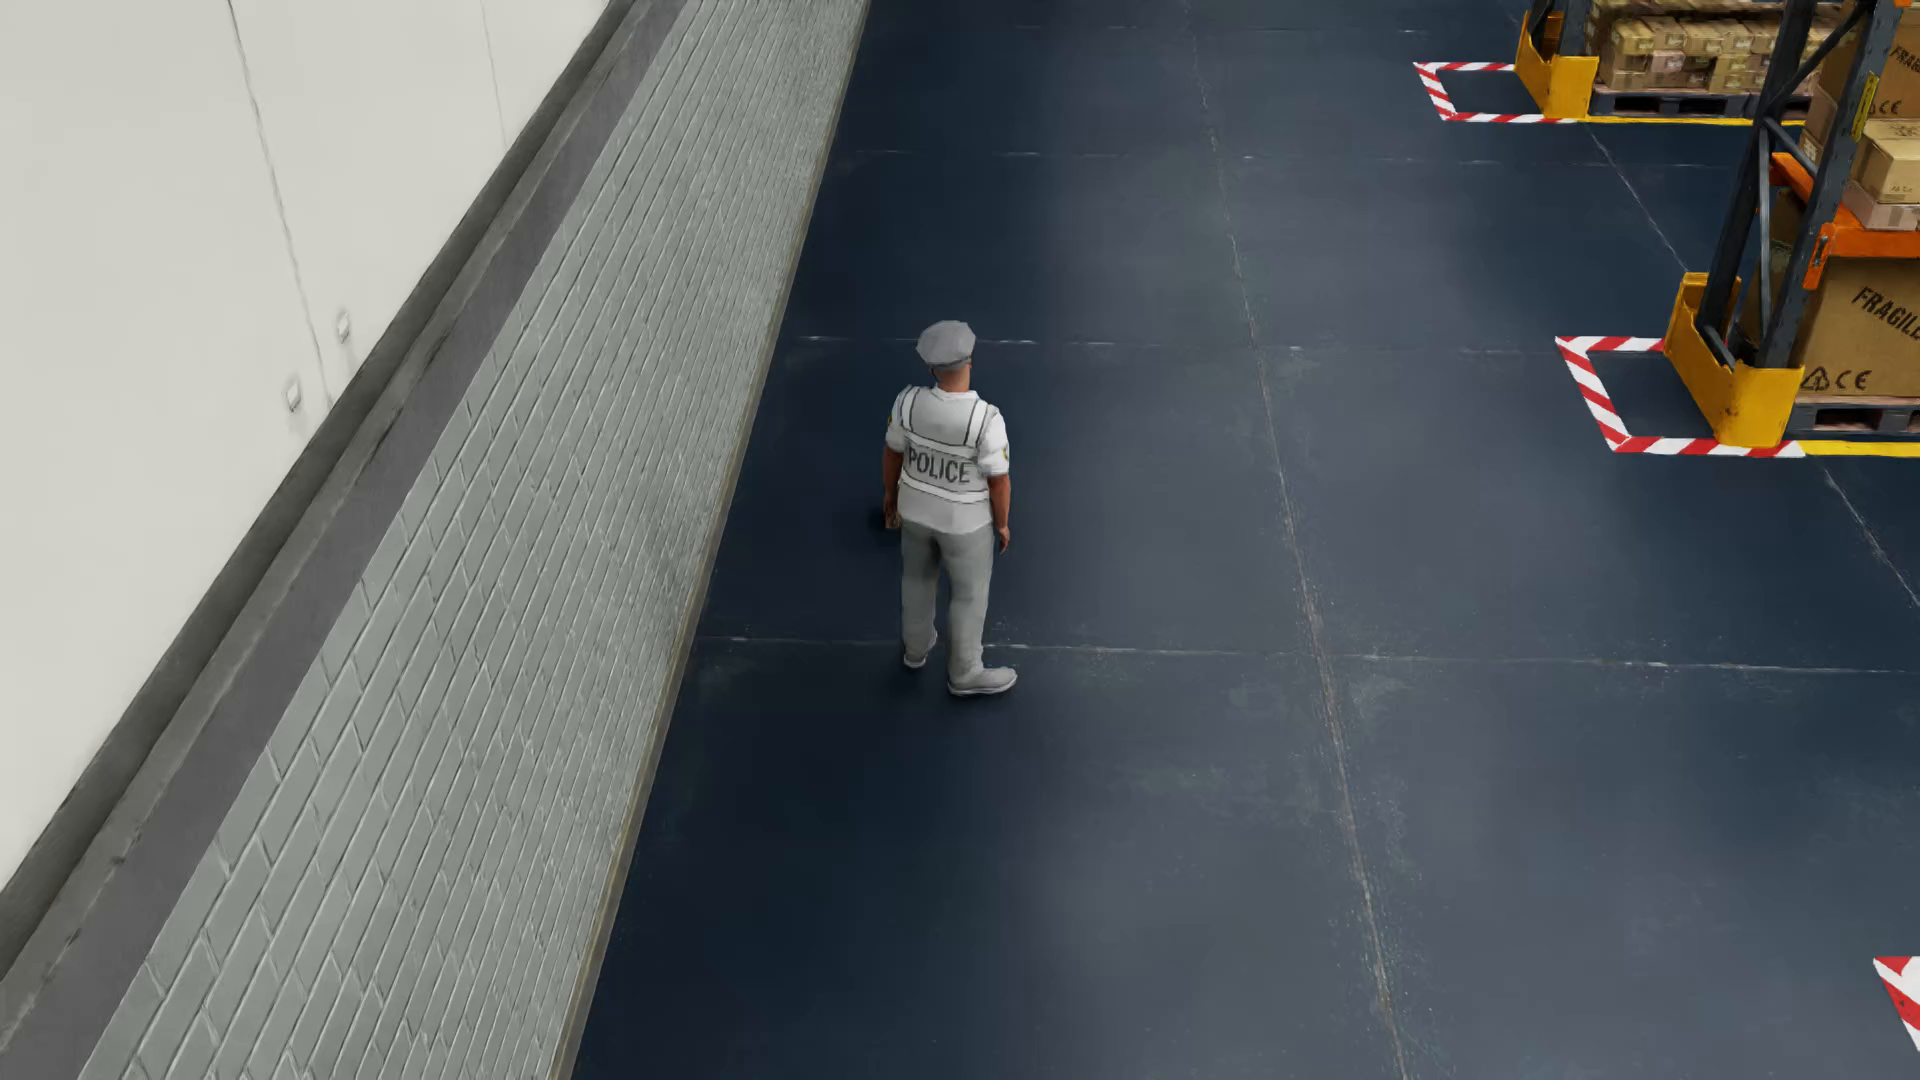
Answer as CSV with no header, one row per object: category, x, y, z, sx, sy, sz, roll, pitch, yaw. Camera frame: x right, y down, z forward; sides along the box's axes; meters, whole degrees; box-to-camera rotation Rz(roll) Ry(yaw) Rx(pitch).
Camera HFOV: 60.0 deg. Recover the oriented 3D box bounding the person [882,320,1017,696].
person,-0.050,-0.128,7.242,0.655,1.766,0.408,17,39,22
